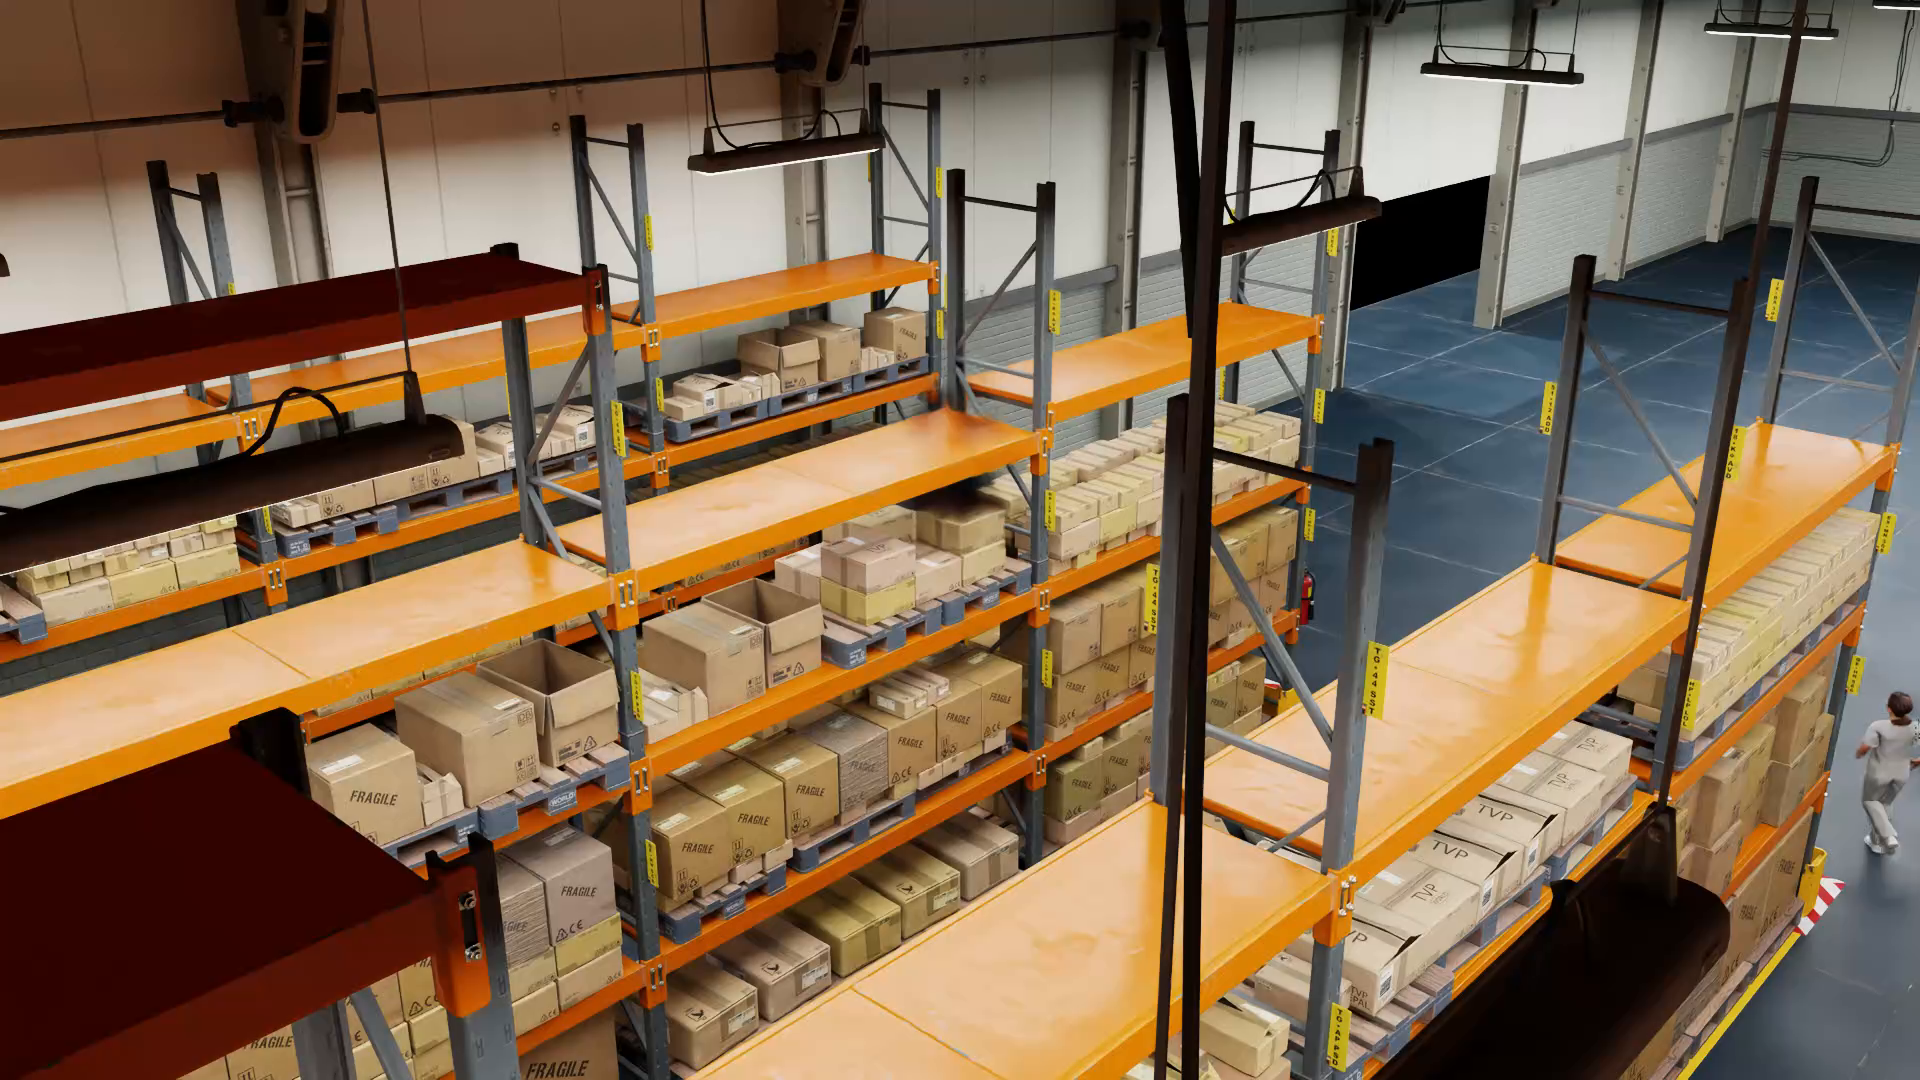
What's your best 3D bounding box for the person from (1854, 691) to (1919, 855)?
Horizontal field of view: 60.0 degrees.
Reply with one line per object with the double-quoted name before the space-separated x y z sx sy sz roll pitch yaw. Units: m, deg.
"person" 8.086 2.052 14.517 0.622 1.650 0.621 3 21 7
